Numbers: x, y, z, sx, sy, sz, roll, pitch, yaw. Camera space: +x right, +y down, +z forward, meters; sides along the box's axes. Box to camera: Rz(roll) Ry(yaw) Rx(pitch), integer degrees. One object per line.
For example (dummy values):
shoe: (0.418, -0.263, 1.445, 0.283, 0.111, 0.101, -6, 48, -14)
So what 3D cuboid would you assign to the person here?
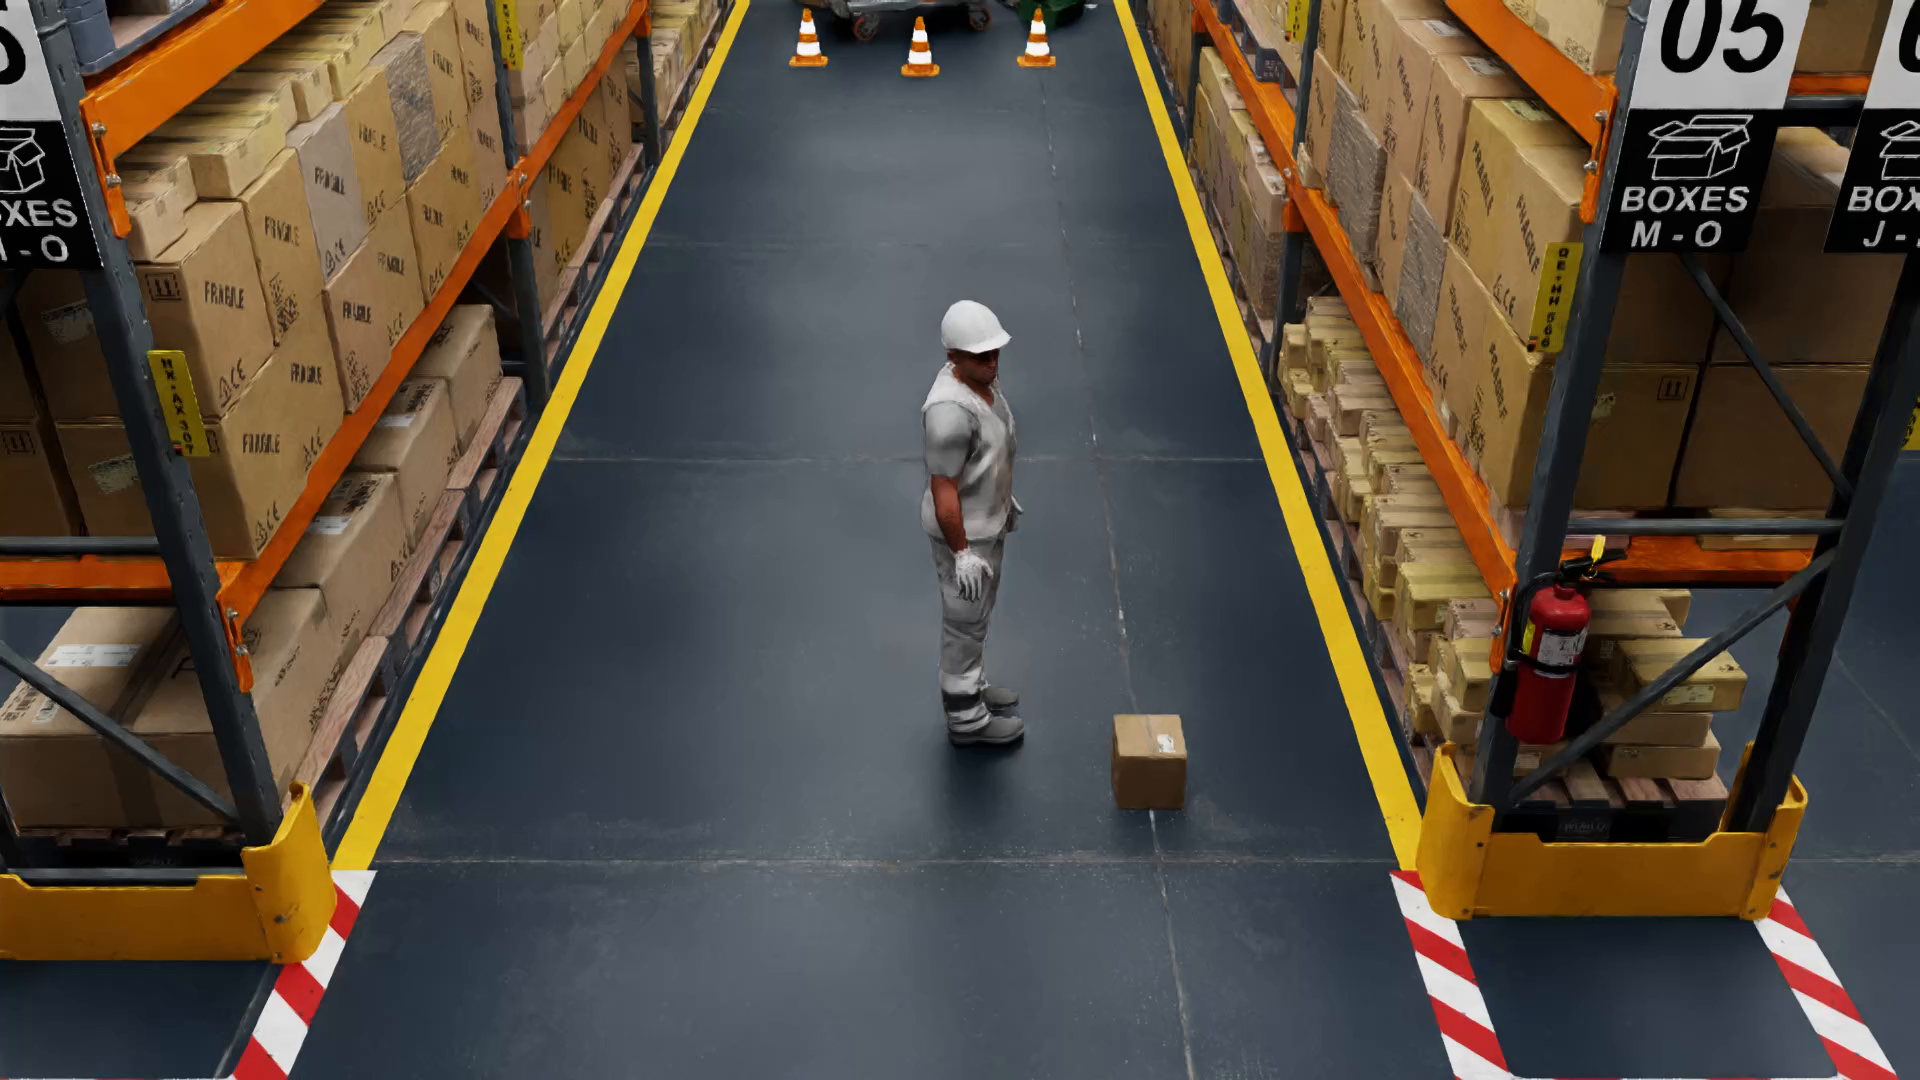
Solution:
person: (0.066, -0.029, 6.141, 0.408, 1.825, 0.599, 7, 32, 12)
